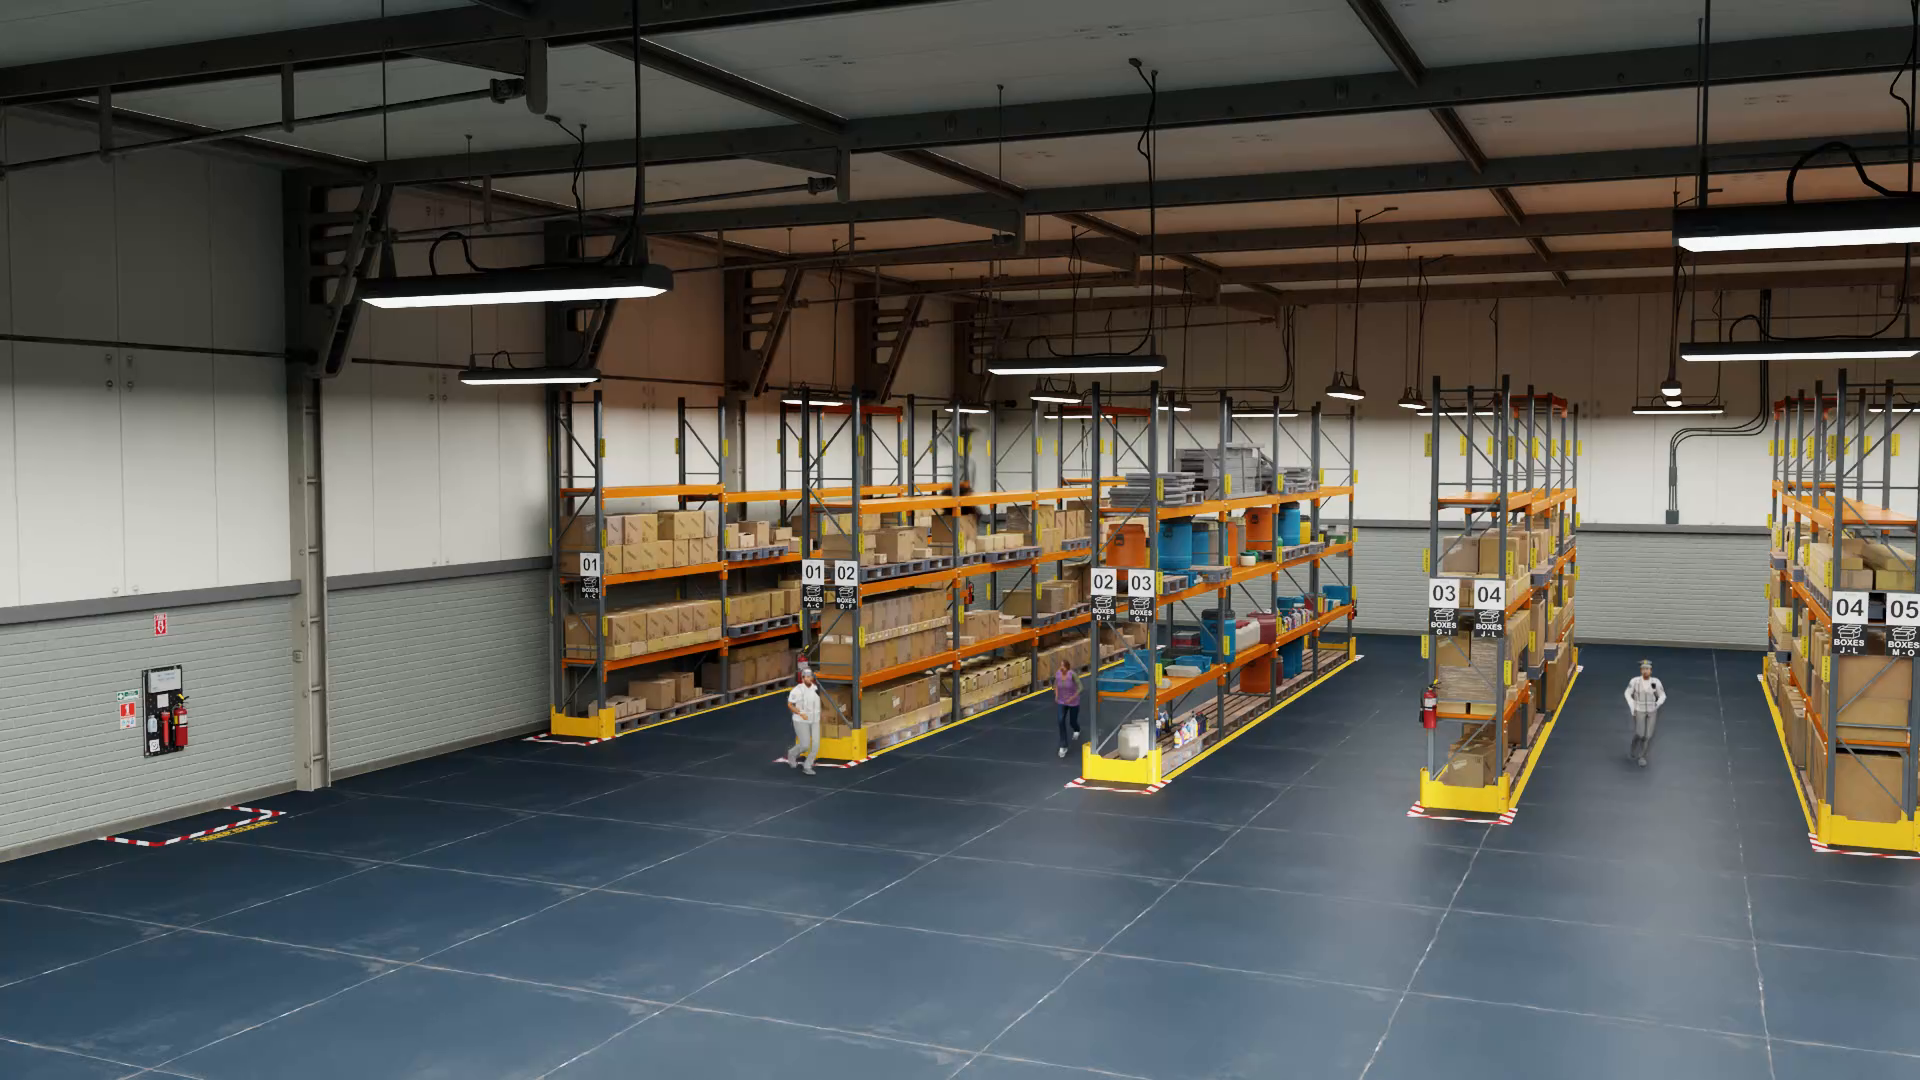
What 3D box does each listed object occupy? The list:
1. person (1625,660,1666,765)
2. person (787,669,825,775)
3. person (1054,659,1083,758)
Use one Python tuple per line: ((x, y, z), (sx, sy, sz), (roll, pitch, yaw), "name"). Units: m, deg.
((10.844, 2.725, 26.287), (0.604, 1.668, 0.567), (1, 3, 16), "person")
((-2.364, 2.781, 25.537), (0.595, 1.622, 0.536), (-3, 4, -42), "person")
((1.789, 2.713, 27.325), (0.538, 1.584, 1.001), (1, 3, 20), "person")
